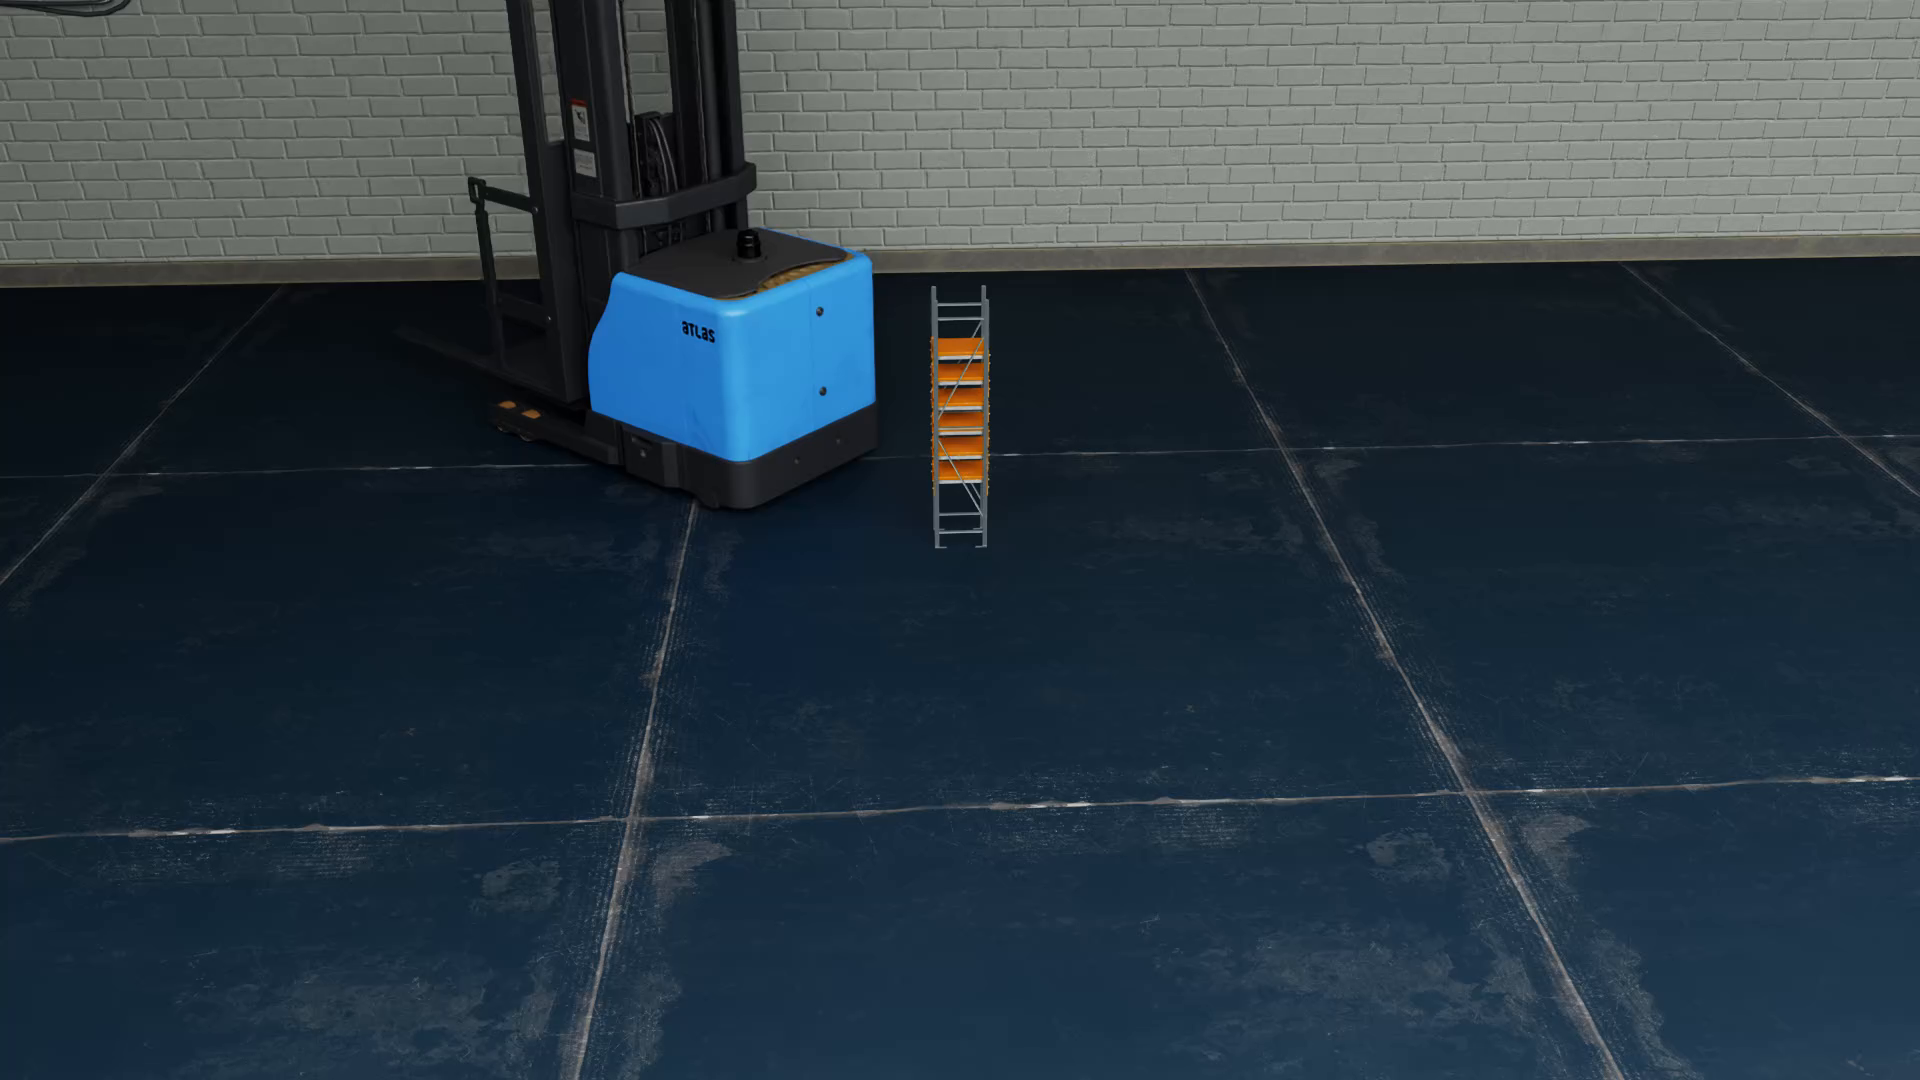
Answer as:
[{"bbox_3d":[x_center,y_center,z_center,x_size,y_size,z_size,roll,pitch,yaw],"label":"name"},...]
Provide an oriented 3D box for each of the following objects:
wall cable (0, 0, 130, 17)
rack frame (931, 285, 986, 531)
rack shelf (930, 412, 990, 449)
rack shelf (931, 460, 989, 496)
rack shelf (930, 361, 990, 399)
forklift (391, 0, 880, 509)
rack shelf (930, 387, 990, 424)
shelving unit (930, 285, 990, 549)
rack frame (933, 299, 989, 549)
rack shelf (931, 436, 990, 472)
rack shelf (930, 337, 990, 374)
[{"bbox_3d":[-6.461,-4.253,9.532,3.097,2.526,0.112,-1,28,-3],"label":"wall cable"},{"bbox_3d":[-0.006,-0.581,7.566,0.240,1.200,0.006,-1,28,-3],"label":"rack frame"},{"bbox_3d":[-0.001,-0.499,7.506,0.258,0.103,0.180,-1,28,-3],"label":"rack shelf"},{"bbox_3d":[-0.001,-0.286,7.617,0.258,0.103,0.180,-1,28,-3],"label":"rack shelf"},{"bbox_3d":[-0.001,-0.712,7.395,0.258,0.103,0.180,-1,28,-3],"label":"rack shelf"},{"bbox_3d":[-1.881,-1.987,8.389,3.031,2.935,1.130,20,34,33],"label":"forklift"},{"bbox_3d":[-0.001,-0.606,7.450,0.258,0.103,0.180,-1,28,-3],"label":"rack shelf"},{"bbox_3d":[-0.001,-0.539,7.485,0.258,1.200,0.189,-1,28,-3],"label":"shelving unit"},{"bbox_3d":[0.004,-0.496,7.404,0.240,1.200,0.006,-1,28,-3],"label":"rack frame"},{"bbox_3d":[-0.001,-0.393,7.561,0.258,0.103,0.180,-1,28,-3],"label":"rack shelf"},{"bbox_3d":[-0.001,-0.818,7.339,0.258,0.103,0.180,-1,28,-3],"label":"rack shelf"}]
